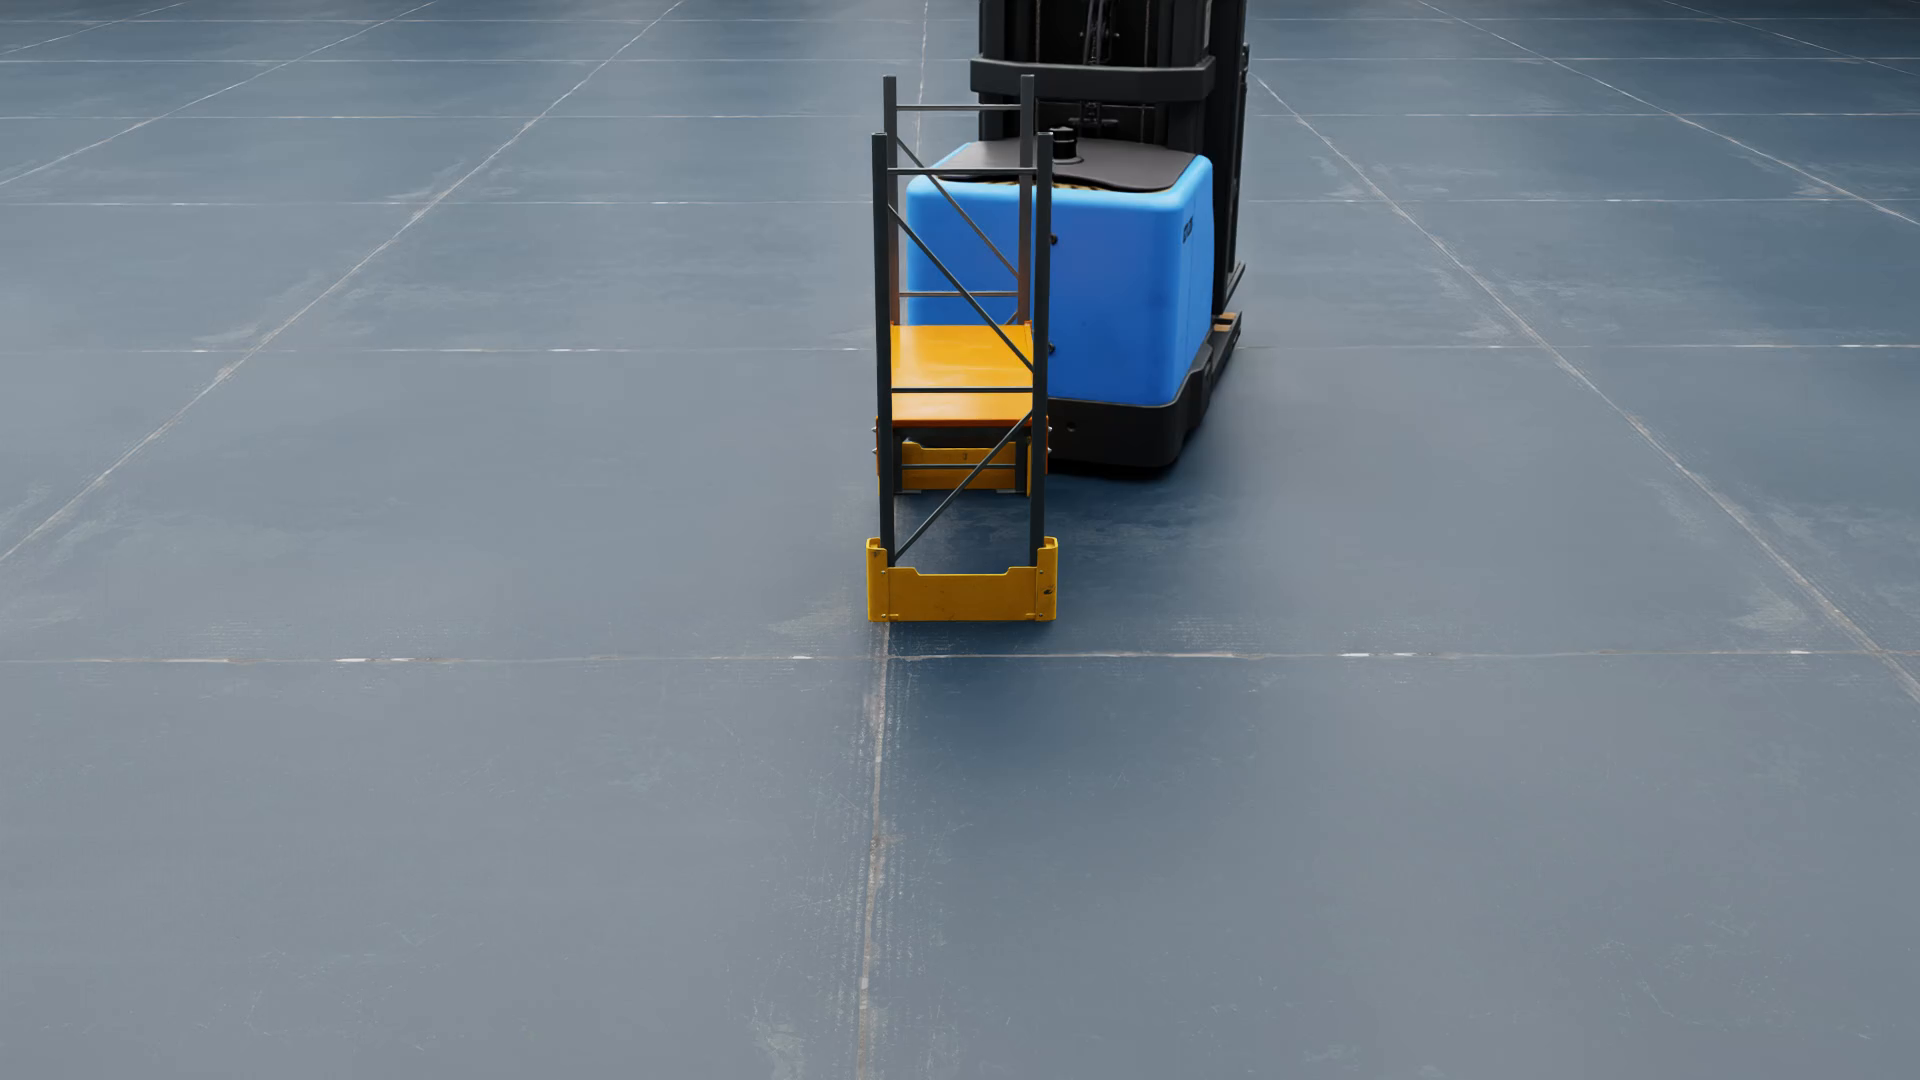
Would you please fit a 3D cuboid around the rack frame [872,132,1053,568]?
[{"bbox_3d":[0.006,-0.439,4.900,0.500,1.500,0.032,0,24,-1],"label":"rack frame"}]

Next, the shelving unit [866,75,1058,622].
[{"bbox_3d":[0.001,-0.652,5.371,0.587,1.500,1.083,0,24,-1],"label":"shelving unit"}]

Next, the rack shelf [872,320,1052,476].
[{"bbox_3d":[0.001,-0.484,5.437,0.538,0.185,1.000,0,24,-1],"label":"rack shelf"}]

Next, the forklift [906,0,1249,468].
[{"bbox_3d":[0.683,-2.185,7.025,1.130,2.935,3.031,7,25,14],"label":"forklift"}]

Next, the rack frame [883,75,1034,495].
[{"bbox_3d":[-0.005,-0.858,5.826,0.500,1.500,0.032,0,24,-1],"label":"rack frame"}]

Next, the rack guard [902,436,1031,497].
[{"bbox_3d":[-0.005,-0.288,6.083,0.587,0.250,0.087,0,24,-1],"label":"rack guard"}]

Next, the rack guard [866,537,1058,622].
[{"bbox_3d":[0.006,0.123,5.175,0.587,0.250,0.087,0,24,-1],"label":"rack guard"}]
